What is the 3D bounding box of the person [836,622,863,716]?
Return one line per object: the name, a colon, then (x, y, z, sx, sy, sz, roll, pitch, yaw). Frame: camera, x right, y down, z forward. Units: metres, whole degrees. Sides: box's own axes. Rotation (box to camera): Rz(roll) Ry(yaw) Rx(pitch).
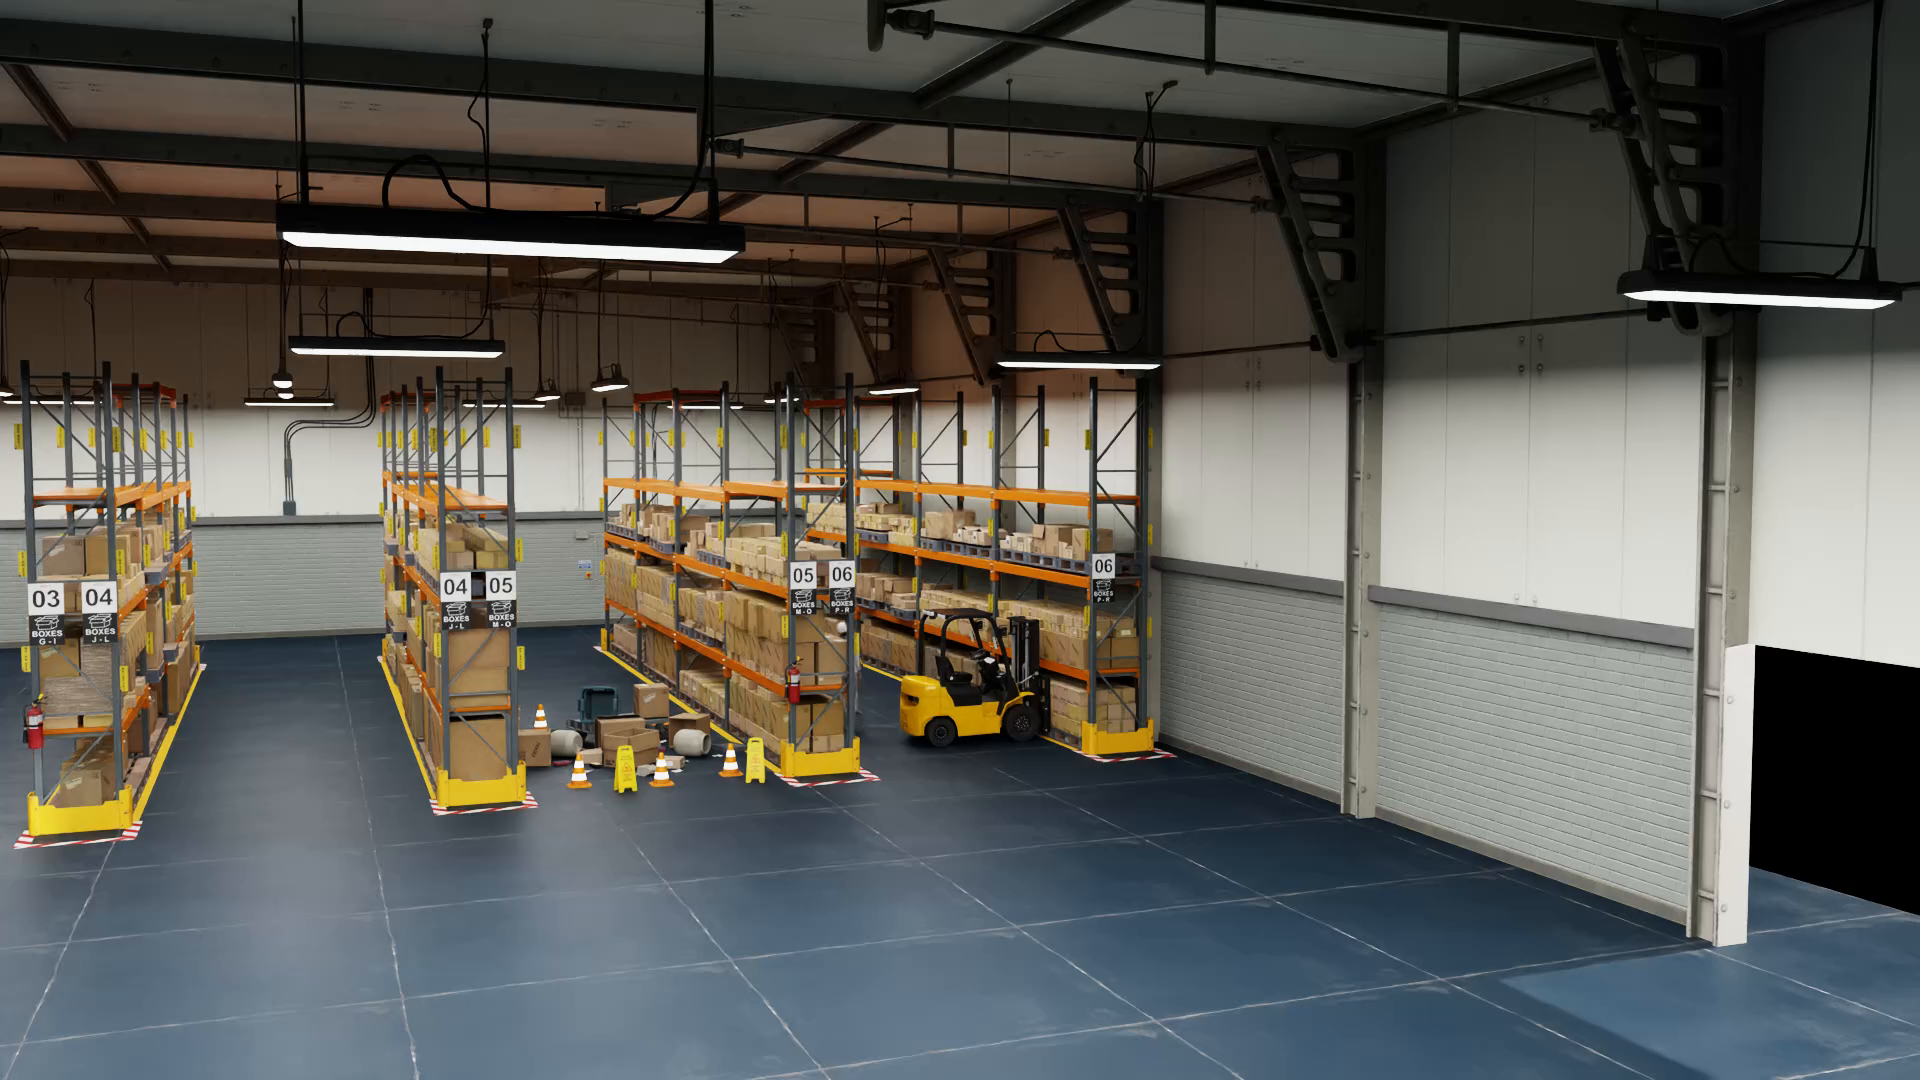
person: (-1.998, 2.237, 28.899, 0.580, 1.640, 0.542, -1, 4, -13)
